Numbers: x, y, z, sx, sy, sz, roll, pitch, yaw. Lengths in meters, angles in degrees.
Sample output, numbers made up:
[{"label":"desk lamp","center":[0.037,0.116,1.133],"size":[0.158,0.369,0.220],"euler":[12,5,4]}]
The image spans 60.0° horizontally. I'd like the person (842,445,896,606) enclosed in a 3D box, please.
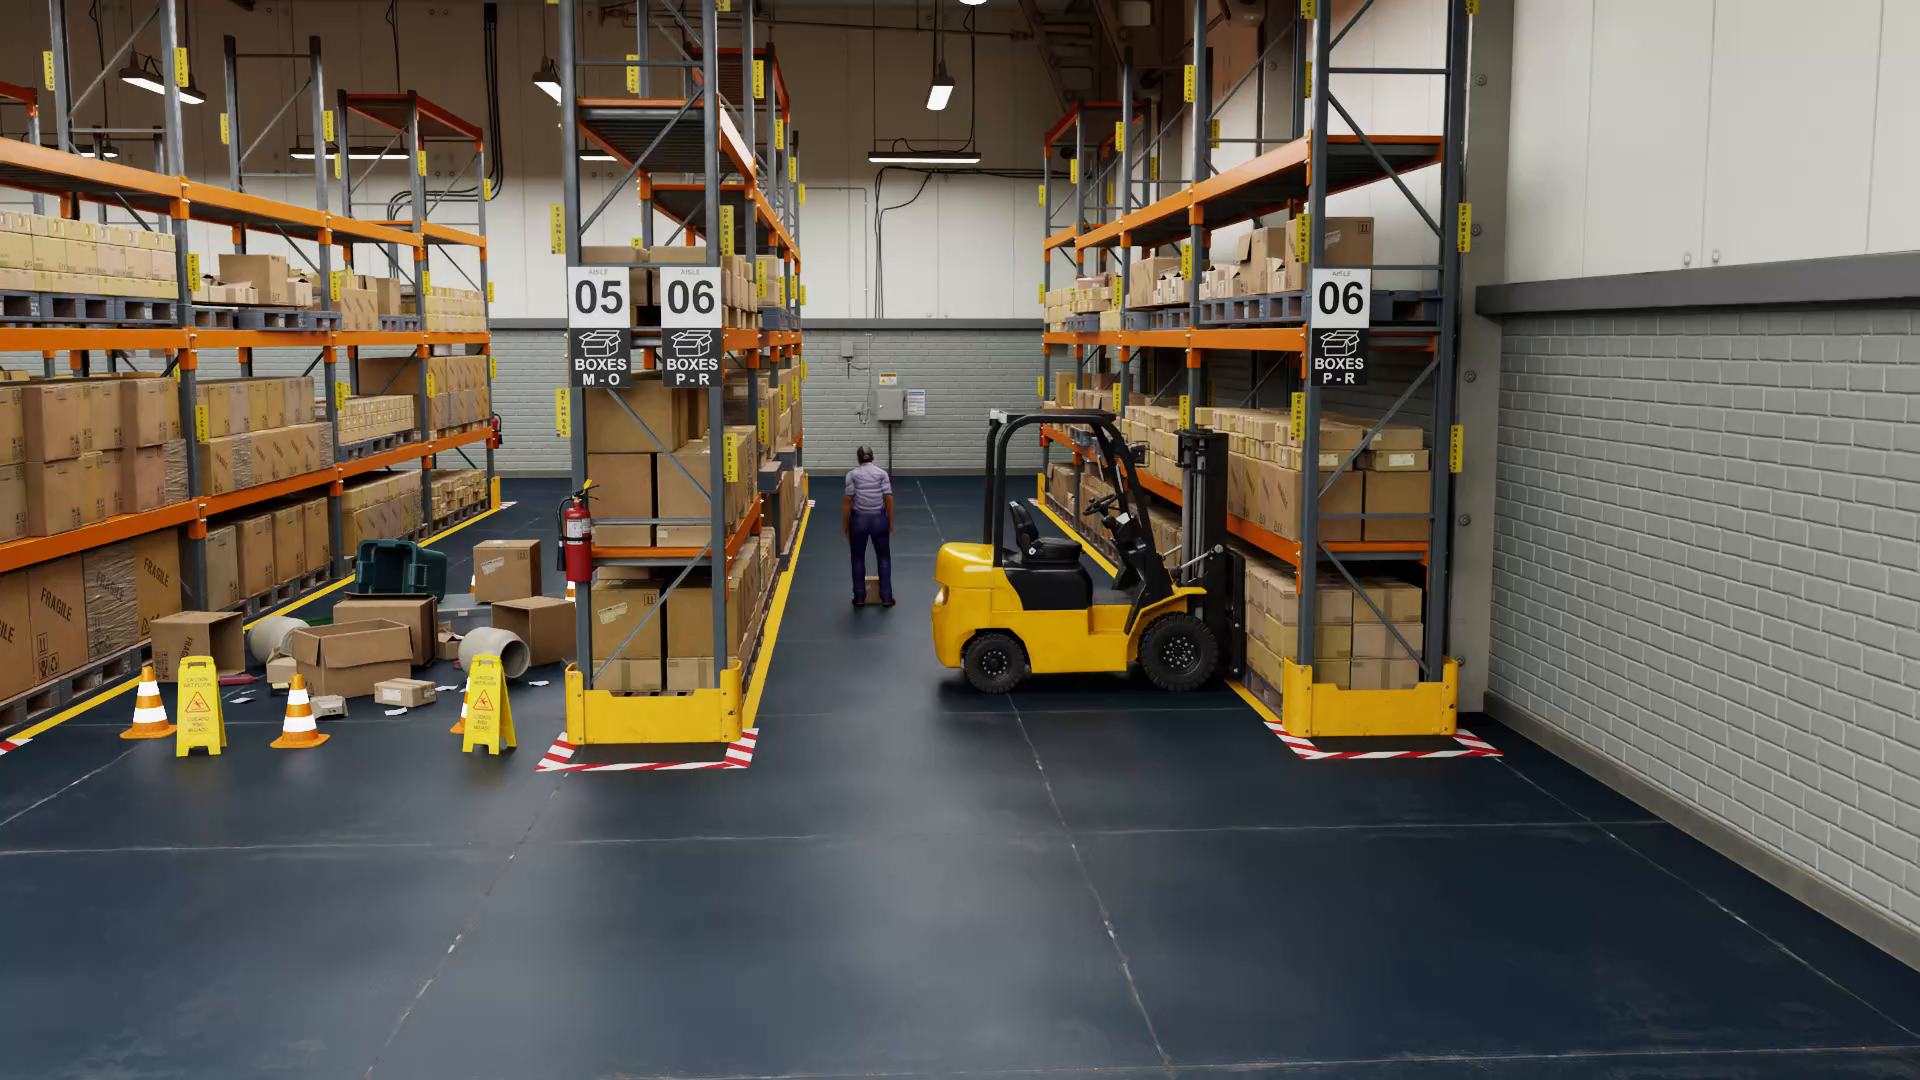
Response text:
[{"label":"person","center":[-0.928,-0.138,17.018],"size":[0.556,1.625,0.425],"euler":[-1,7,-7]}]
